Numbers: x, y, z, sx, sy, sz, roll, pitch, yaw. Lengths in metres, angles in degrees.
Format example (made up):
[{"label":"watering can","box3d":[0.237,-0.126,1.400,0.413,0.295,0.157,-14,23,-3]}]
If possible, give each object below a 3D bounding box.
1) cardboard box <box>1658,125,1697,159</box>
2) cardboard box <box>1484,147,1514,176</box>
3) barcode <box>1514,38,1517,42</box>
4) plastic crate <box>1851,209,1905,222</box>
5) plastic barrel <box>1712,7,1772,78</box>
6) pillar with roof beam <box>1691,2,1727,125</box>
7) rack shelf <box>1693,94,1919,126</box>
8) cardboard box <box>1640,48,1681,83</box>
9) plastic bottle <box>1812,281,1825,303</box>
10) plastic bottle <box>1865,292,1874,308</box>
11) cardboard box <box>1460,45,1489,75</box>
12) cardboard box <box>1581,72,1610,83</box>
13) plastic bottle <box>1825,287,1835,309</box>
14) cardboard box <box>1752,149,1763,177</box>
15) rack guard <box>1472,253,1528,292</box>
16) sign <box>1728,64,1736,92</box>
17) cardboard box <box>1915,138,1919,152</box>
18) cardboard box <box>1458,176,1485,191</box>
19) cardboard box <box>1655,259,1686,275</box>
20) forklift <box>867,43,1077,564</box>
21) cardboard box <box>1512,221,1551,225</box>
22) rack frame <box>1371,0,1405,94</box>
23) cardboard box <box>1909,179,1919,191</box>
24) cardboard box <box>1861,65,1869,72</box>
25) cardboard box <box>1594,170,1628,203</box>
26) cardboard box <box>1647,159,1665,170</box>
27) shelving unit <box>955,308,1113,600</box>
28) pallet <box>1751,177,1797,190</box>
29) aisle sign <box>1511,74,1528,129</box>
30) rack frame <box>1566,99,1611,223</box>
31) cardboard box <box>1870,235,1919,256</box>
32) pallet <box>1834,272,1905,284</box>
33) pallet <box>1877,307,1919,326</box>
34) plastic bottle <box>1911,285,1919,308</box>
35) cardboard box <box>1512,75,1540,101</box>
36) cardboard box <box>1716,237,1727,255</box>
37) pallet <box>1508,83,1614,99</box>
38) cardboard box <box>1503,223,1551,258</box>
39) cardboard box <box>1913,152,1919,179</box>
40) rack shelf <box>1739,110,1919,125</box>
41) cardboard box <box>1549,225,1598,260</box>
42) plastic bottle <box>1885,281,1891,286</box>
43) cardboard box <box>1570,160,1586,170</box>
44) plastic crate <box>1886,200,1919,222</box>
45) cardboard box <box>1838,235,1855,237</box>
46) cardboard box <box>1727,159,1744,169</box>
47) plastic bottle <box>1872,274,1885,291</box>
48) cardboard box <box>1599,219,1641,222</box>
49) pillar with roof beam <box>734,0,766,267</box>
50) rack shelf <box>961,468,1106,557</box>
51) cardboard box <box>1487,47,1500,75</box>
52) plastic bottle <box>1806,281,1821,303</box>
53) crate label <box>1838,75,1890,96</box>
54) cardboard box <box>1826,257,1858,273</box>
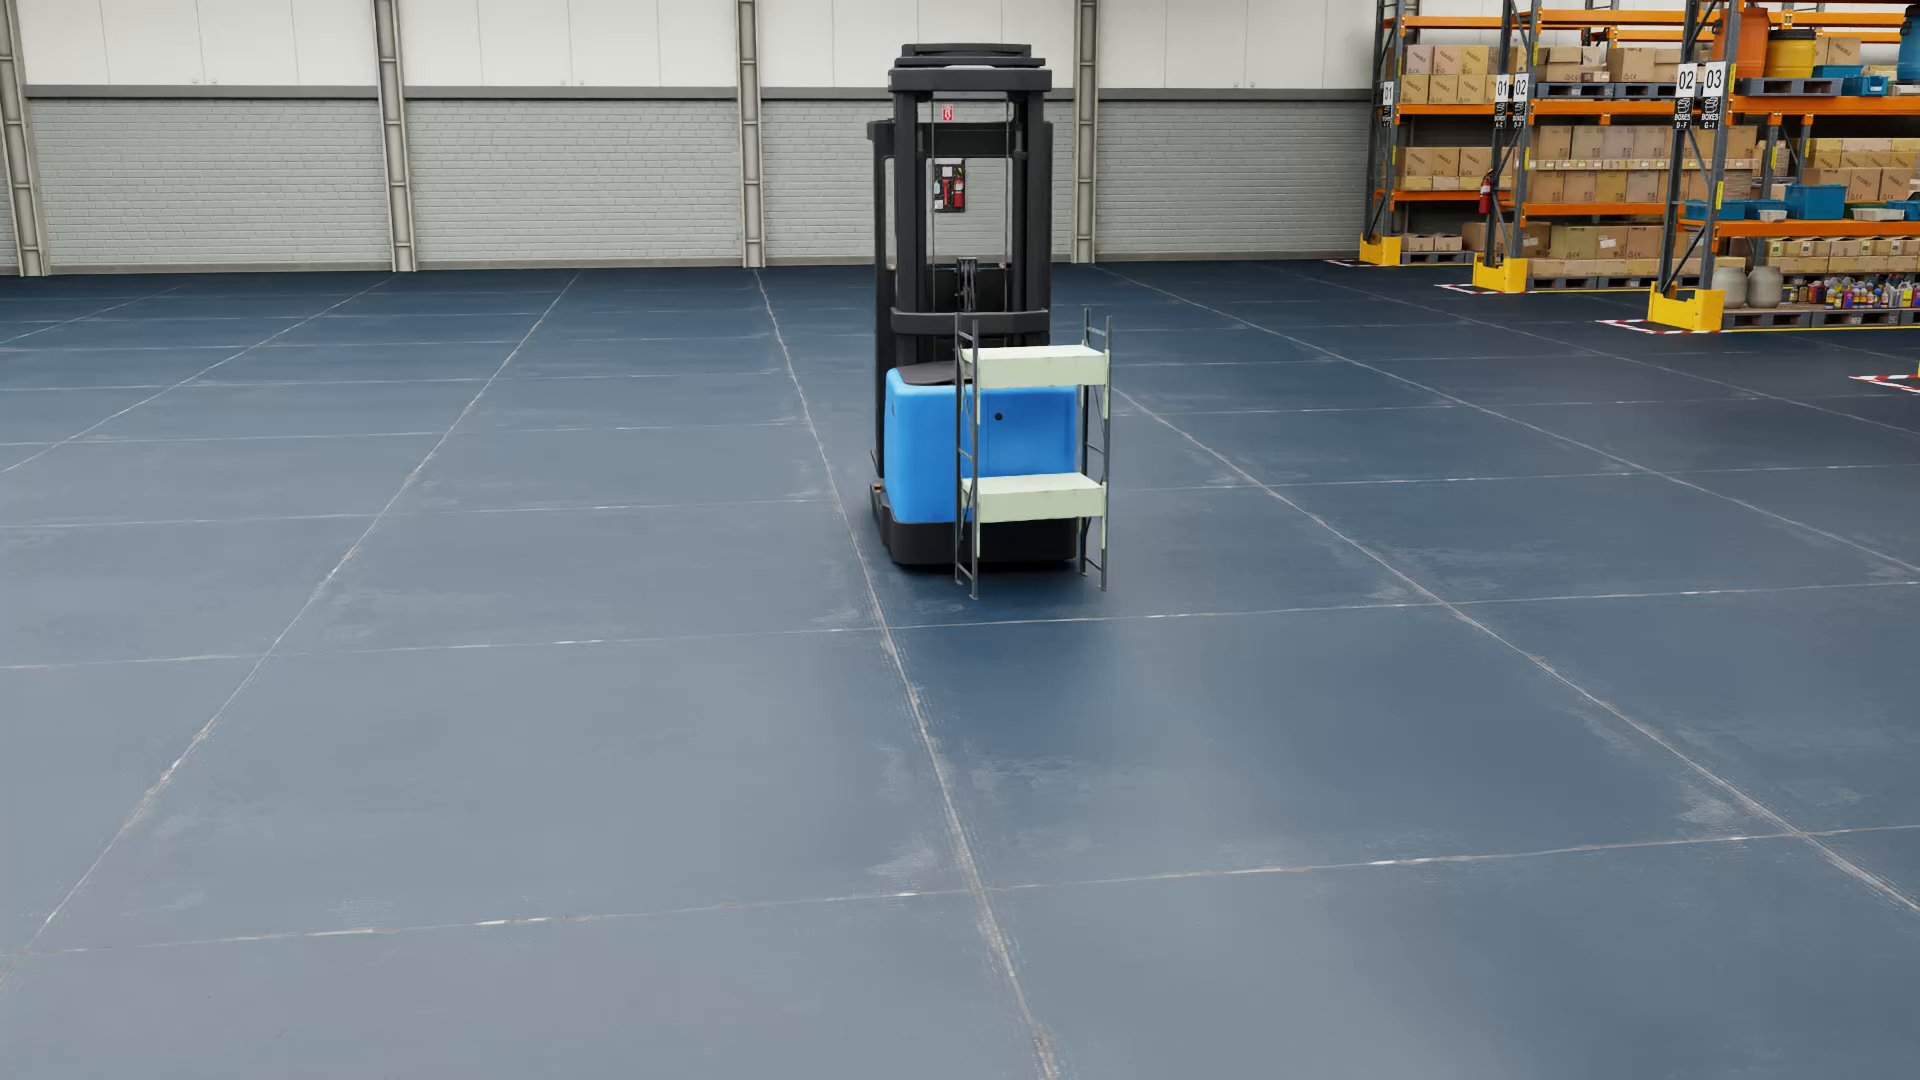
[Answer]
[{"label":"cardboard box","box3d":[10.886,-6.123,25.597,0.500,0.500,0.700,-2,14,-8]},{"label":"cardboard box","box3d":[9.649,-6.846,30.078,0.500,0.500,0.500,-2,14,-7]},{"label":"barcode","box3d":[10.139,-9.120,30.350,0.075,0.075,0.001,-2,14,-8]},{"label":"plastic crate","box3d":[11.485,-4.060,20.786,0.437,0.136,0.530,-2,14,-8]},{"label":"plastic barrel","box3d":[9.559,-6.078,20.378,0.708,0.830,0.600,-2,14,-8]},{"label":"pillar with roof beam","box3d":[14.760,-8.871,27.095,0.400,9.000,9.100,-2,14,-8]},{"label":"rack shelf","box3d":[11.076,-5.341,20.665,4.000,0.370,1.077,-2,14,-8]},{"label":"cardboard box","box3d":[10.672,-7.247,25.421,0.637,0.503,0.797,-1,14,-2]},{"label":"plastic bottle","box3d":[11.118,-3.207,21.525,0.133,0.283,0.061,-2,14,-8]},{"label":"plastic bottle","box3d":[11.473,-3.029,20.982,0.097,0.201,0.097,0,14,0]},{"label":"cardboard box","box3d":[9.048,-8.527,29.586,0.500,0.500,0.500,-2,14,-7]},{"label":"cardboard box","box3d":[9.553,-6.959,25.004,0.250,0.149,0.380,-2,14,-8]},{"label":"plastic bottle","box3d":[10.937,-3.043,20.895,0.097,0.271,0.097,0,14,0]},{"label":"cardboard box","box3d":[14.521,-7.051,31.062,0.500,0.500,0.700,-3,14,-14]},{"label":"rack guard","box3d":[8.340,-4.141,25.706,0.348,0.500,1.175,-2,14,-8]},{"label":"sign","box3d":[9.175,-5.489,19.760,0.005,0.325,0.100,-2,14,-8]},{"label":"cardboard box","box3d":[18.053,-7.434,31.297,0.500,0.250,0.500,-2,14,-7]},{"label":"cardboard box","box3d":[9.168,-6.463,30.094,0.500,0.250,0.500,-2,14,-9]},{"label":"cardboard box","box3d":[10.905,-4.262,25.841,0.500,0.250,0.500,-2,14,-8]},{"label":"forklift","box3d":[-0.008,-1.591,10.540,1.130,2.935,3.031,-2,14,-6]},{"label":"cardboard box","box3d":[10.557,-5.644,30.796,0.500,0.500,0.500,-3,14,-13]},{"label":"rack frame","box3d":[7.622,-9.456,29.426,0.127,3.000,1.000,-2,14,-8]},{"label":"cardboard box","box3d":[15.361,-5.615,26.629,0.500,0.311,0.500,-2,14,-9]},{"label":"cardboard box","box3d":[16.520,-8.616,31.134,0.500,0.500,0.700,-3,14,-11]},{"label":"cardboard box","box3d":[9.838,-5.453,25.595,0.500,0.500,0.700,-2,14,-8]},{"label":"cardboard box","box3d":[10.564,-5.745,25.424,0.250,0.149,0.380,-2,14,-6]},{"label":"shelving unit","box3d":[0.388,-0.473,9.023,0.755,1.500,0.431,-4,15,-14]},{"label":"pallet","box3d":[14.844,-6.691,31.130,1.003,0.211,1.213,-2,14,-8]},{"label":"aisle sign","box3d":[8.344,-6.539,24.786,0.004,0.787,0.394,-2,14,-8]},{"label":"rack frame","box3d":[11.577,-6.691,30.734,0.127,3.000,1.000,-2,14,-8]},{"label":"cardboard box","box3d":[14.781,-4.670,26.313,0.500,0.311,0.500,-2,14,-9]},{"label":"pallet","box3d":[14.251,-4.228,26.646,1.213,0.211,1.003,-2,14,-8]},{"label":"pallet","box3d":[12.383,-2.941,21.514,1.213,0.211,1.003,-2,14,-8]},{"label":"plastic bottle","box3d":[12.115,-3.088,21.048,0.133,0.283,0.061,-1,14,-5]},{"label":"cardboard box","box3d":[10.070,-8.082,29.867,0.500,0.500,0.500,-3,14,-11]},{"label":"cardboard box","box3d":[11.814,-4.791,26.409,0.500,0.500,0.500,-2,14,-8]},{"label":"pallet","box3d":[9.067,-6.786,25.128,1.213,0.211,1.003,-2,14,-8]},{"label":"cardboard box","box3d":[8.850,-4.679,25.960,0.500,0.500,0.500,-2,14,-8]},{"label":"cardboard box","box3d":[18.068,-7.069,31.383,0.500,0.500,0.500,-2,14,-8]},{"label":"rack shelf","box3d":[14.297,-6.678,25.995,4.000,0.370,1.077,-2,14,-8]},{"label":"cardboard box","box3d":[9.421,-4.573,25.536,0.500,0.500,0.500,-2,14,-8]},{"label":"plastic bottle","box3d":[12.068,-3.234,21.655,0.097,0.271,0.097,0,14,0]},{"label":"cardboard box","box3d":[9.291,-5.699,25.240,0.250,0.149,0.380,-2,14,-8]},{"label":"plastic crate","box3d":[11.999,-4.130,20.830,0.616,0.251,0.499,-2,14,-8]},{"label":"cardboard box","box3d":[14.182,-4.780,26.752,0.500,0.311,0.500,-2,14,-9]},{"label":"cardboard box","box3d":[11.837,-5.793,25.614,0.250,0.149,0.380,-2,14,-9]},{"label":"plastic bottle","box3d":[12.007,-3.300,21.755,0.185,0.351,0.144,-3,14,-11]},{"label":"cardboard box","box3d":[12.303,-5.722,31.107,0.500,0.500,0.700,-2,14,-6]},{"label":"pillar with roof beam","box3d":[-3.040,-8.219,24.494,0.400,9.000,9.100,-2,14,-8]},{"label":"rack shelf","box3d":[0.388,-0.156,9.103,0.720,0.370,0.431,-4,15,-14]},{"label":"cardboard box","box3d":[9.536,-8.674,30.173,0.500,0.500,0.500,-2,14,-8]},{"label":"plastic bottle","box3d":[11.102,-3.229,21.628,0.135,0.276,0.152,-2,14,-8]},{"label":"crate label","box3d":[10.998,-5.534,20.261,0.408,0.251,0.502,-2,14,-8]},{"label":"cardboard box","box3d":[13.772,-4.362,26.237,0.500,0.250,0.500,-3,14,-10]}]
